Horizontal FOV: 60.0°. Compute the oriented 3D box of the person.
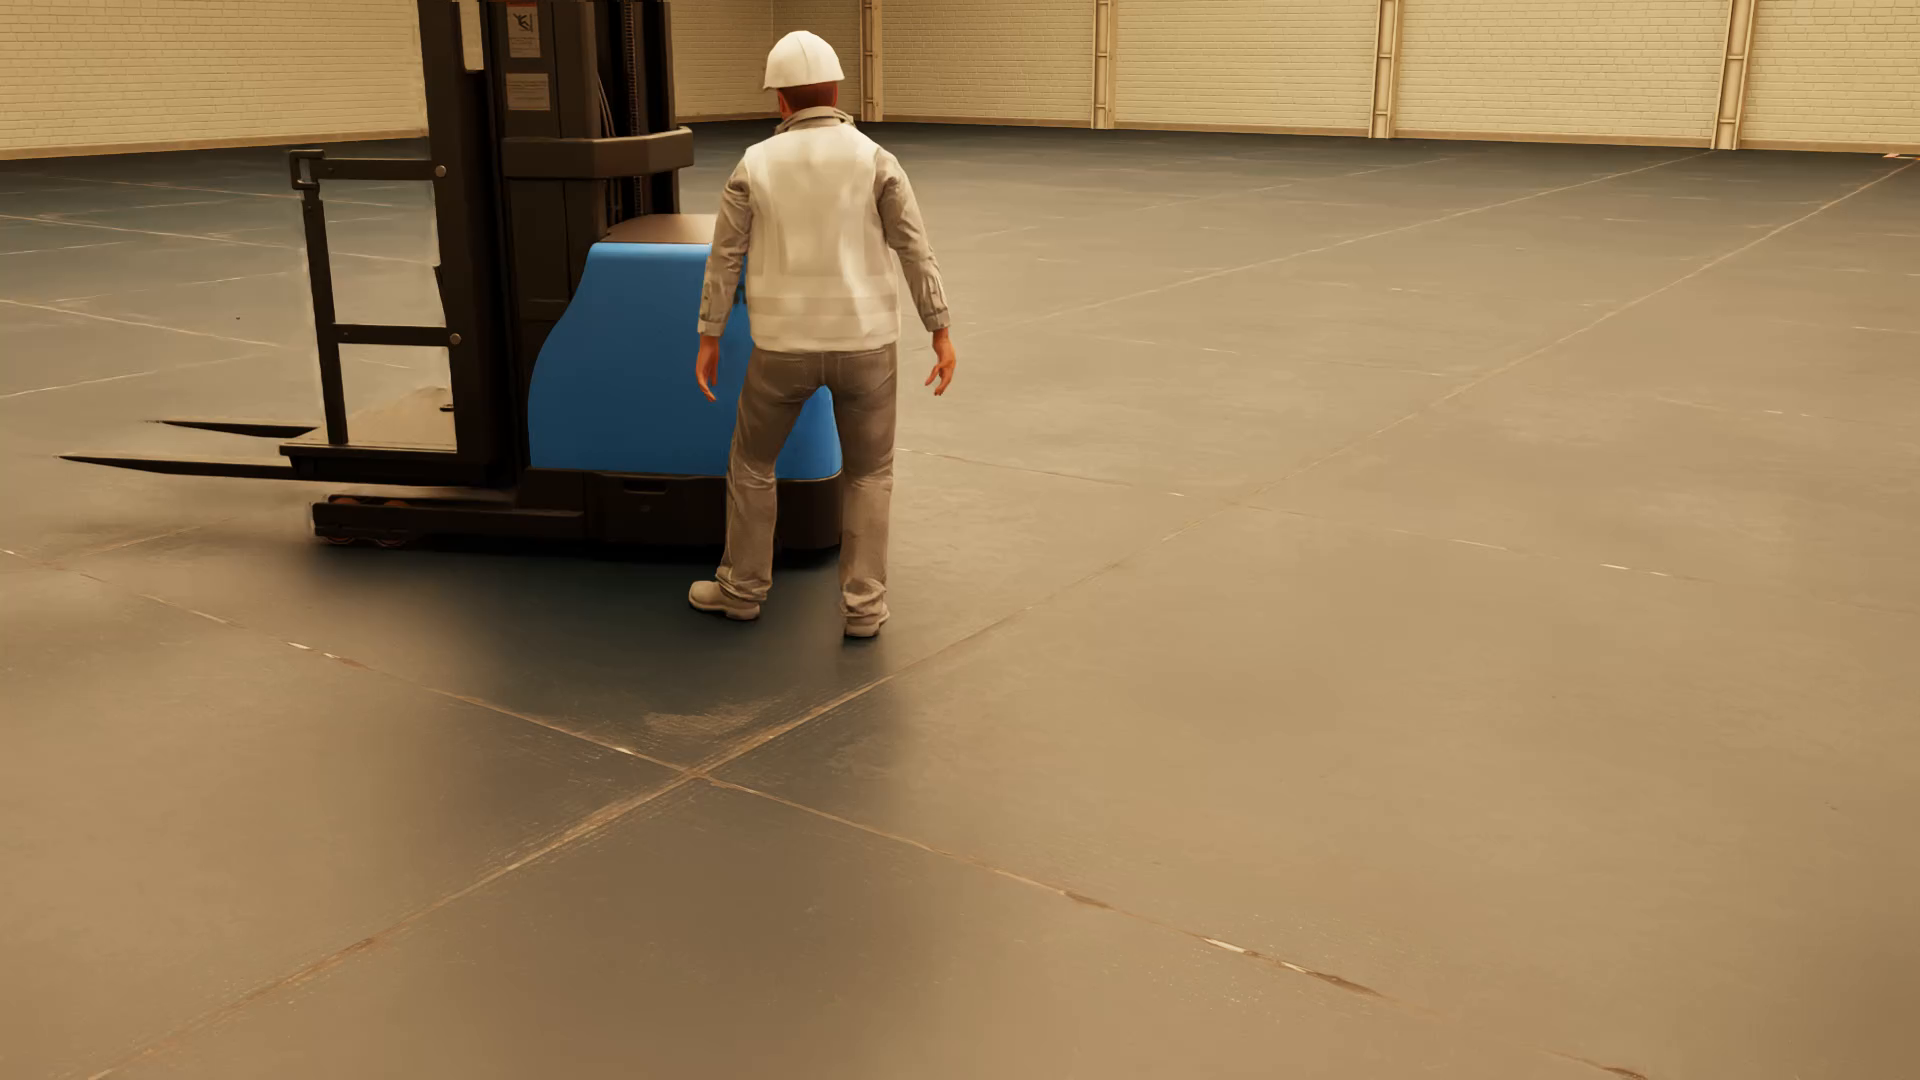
[{"bbox_3d":[-0.435,-0.594,4.921,0.853,1.745,0.459,0,17,1],"label":"person"}]

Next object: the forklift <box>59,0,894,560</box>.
[{"bbox_3d":[-1.824,-1.521,5.920,3.031,2.935,1.130,3,17,10],"label":"forklift"}]
